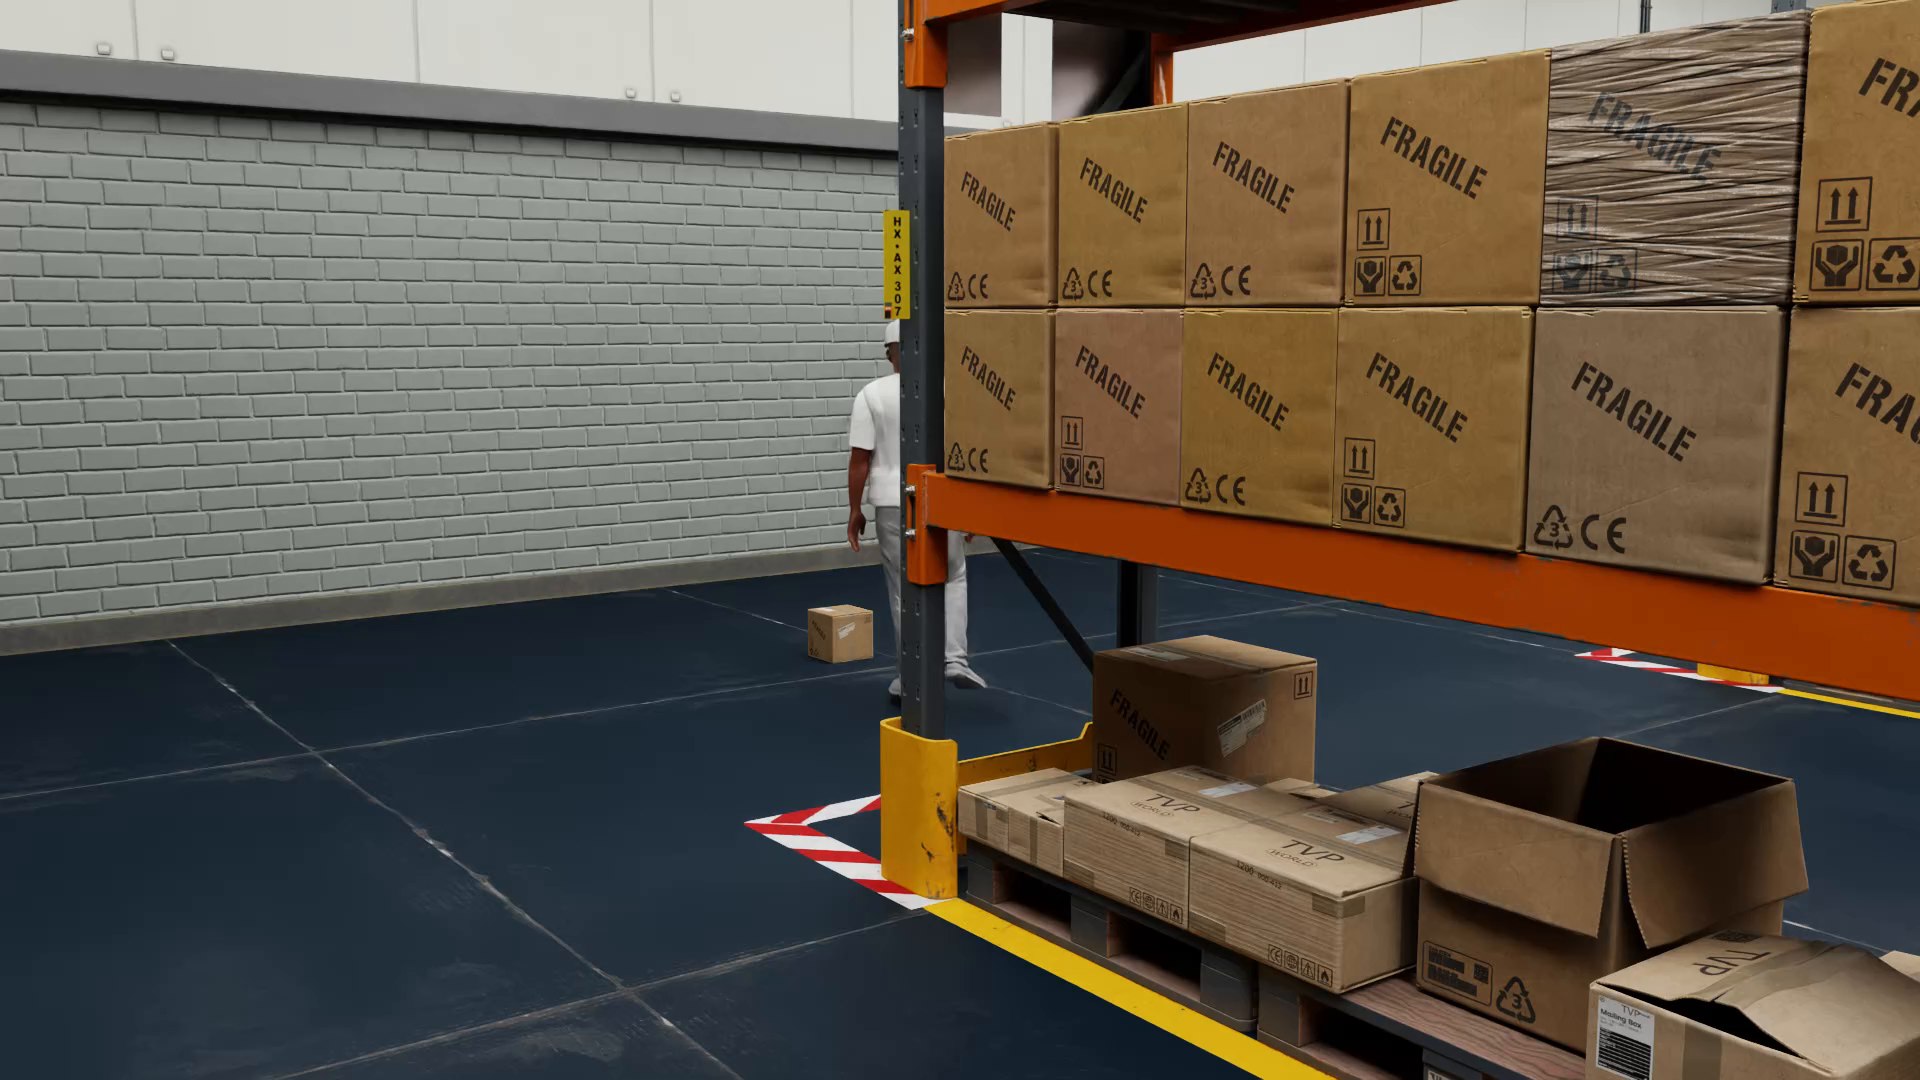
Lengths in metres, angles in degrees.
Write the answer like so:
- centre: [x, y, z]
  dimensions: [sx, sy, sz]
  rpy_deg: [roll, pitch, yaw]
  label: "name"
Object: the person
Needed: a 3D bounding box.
- centre: [-0.199, -0.151, 7.657]
  dimensions: [0.640, 1.754, 0.459]
  rpy_deg: [-1, 8, -8]
  label: "person"
